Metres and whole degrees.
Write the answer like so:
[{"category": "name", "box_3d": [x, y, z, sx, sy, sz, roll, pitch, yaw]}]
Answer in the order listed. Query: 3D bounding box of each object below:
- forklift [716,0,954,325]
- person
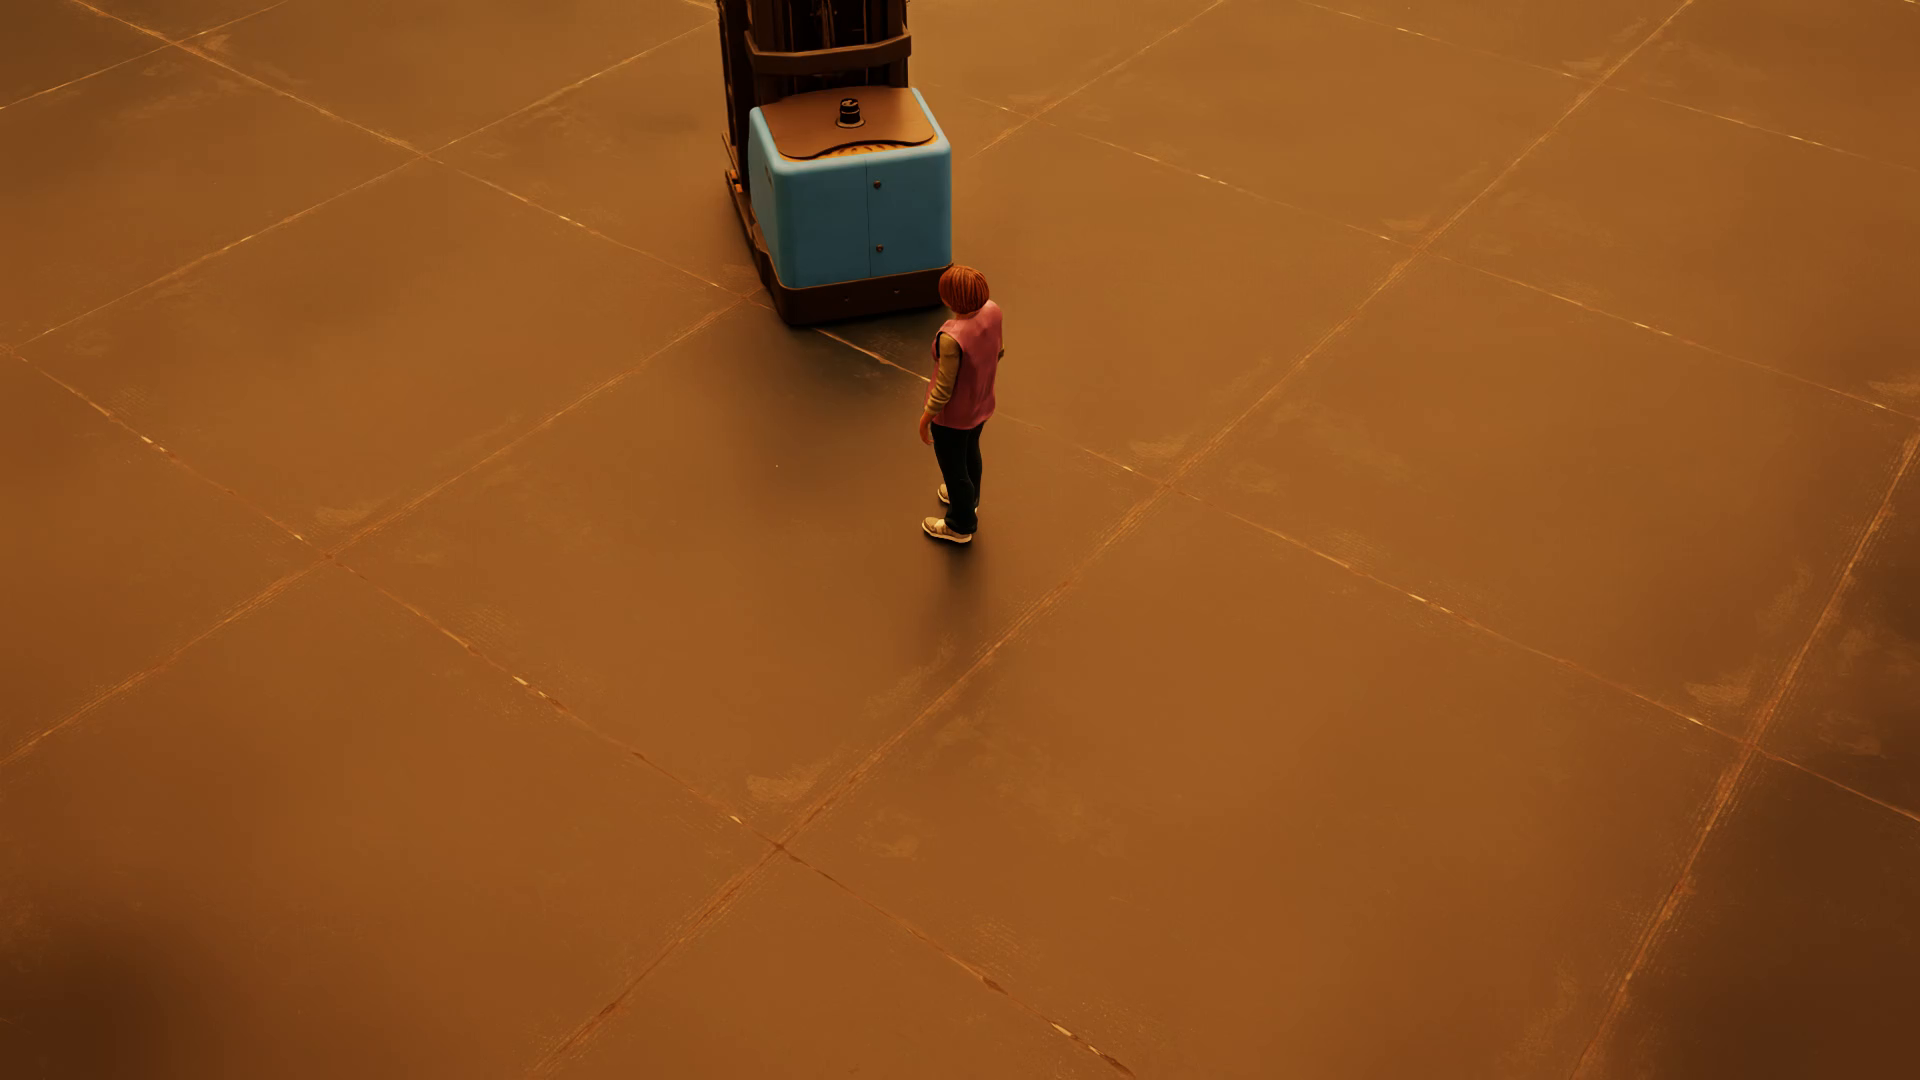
[{"category": "forklift", "box_3d": [-0.922, -3.336, 9.986, 1.130, 2.935, 3.031, -10, 42, -12]}, {"category": "person", "box_3d": [-0.051, -0.650, 7.853, 0.473, 1.599, 0.520, 26, 47, 28]}]
